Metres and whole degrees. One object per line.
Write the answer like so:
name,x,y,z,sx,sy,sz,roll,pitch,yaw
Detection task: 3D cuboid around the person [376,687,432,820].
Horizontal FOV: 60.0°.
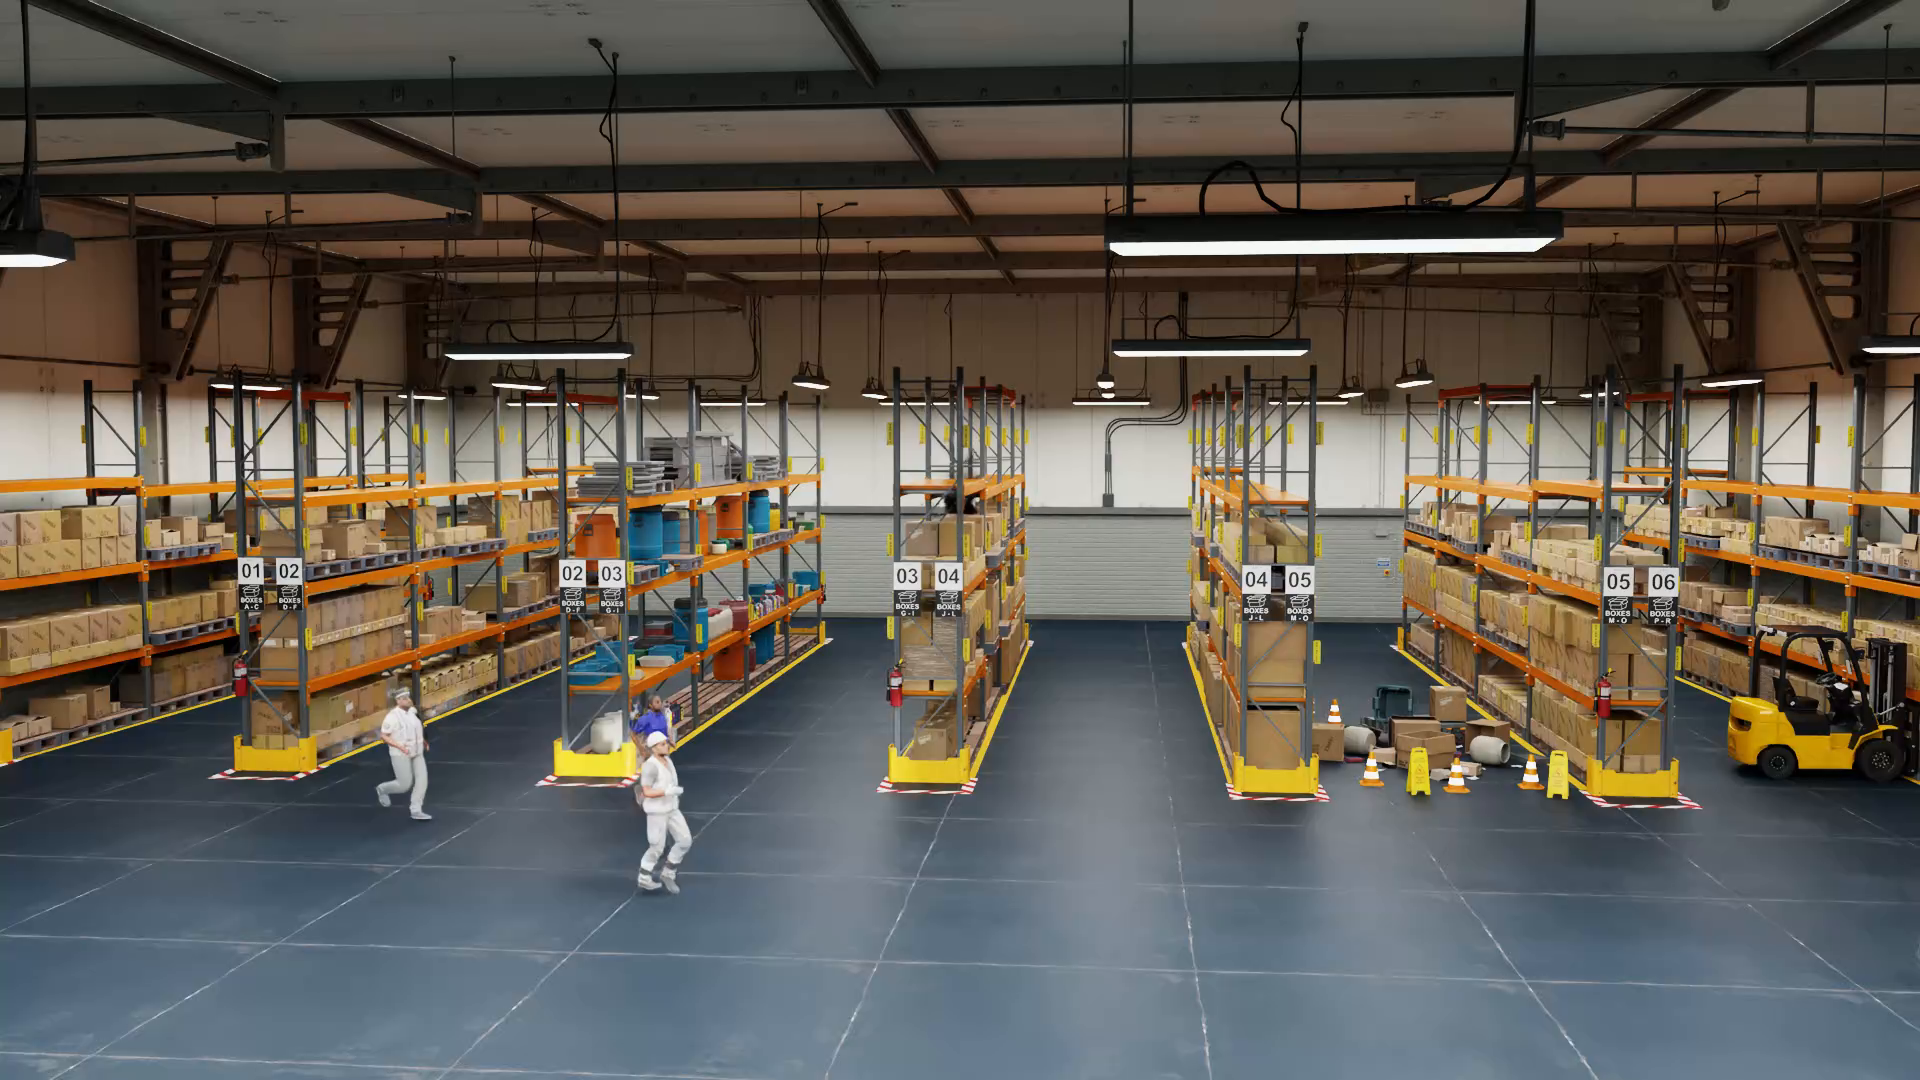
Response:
person,-7.259,2.784,21.804,0.829,1.743,0.677,2,4,28

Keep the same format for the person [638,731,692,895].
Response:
person,-3.215,2.987,18.128,0.681,1.809,0.635,2,4,26

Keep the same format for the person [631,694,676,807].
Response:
person,-4.012,2.846,21.944,0.559,1.603,0.582,2,4,32
